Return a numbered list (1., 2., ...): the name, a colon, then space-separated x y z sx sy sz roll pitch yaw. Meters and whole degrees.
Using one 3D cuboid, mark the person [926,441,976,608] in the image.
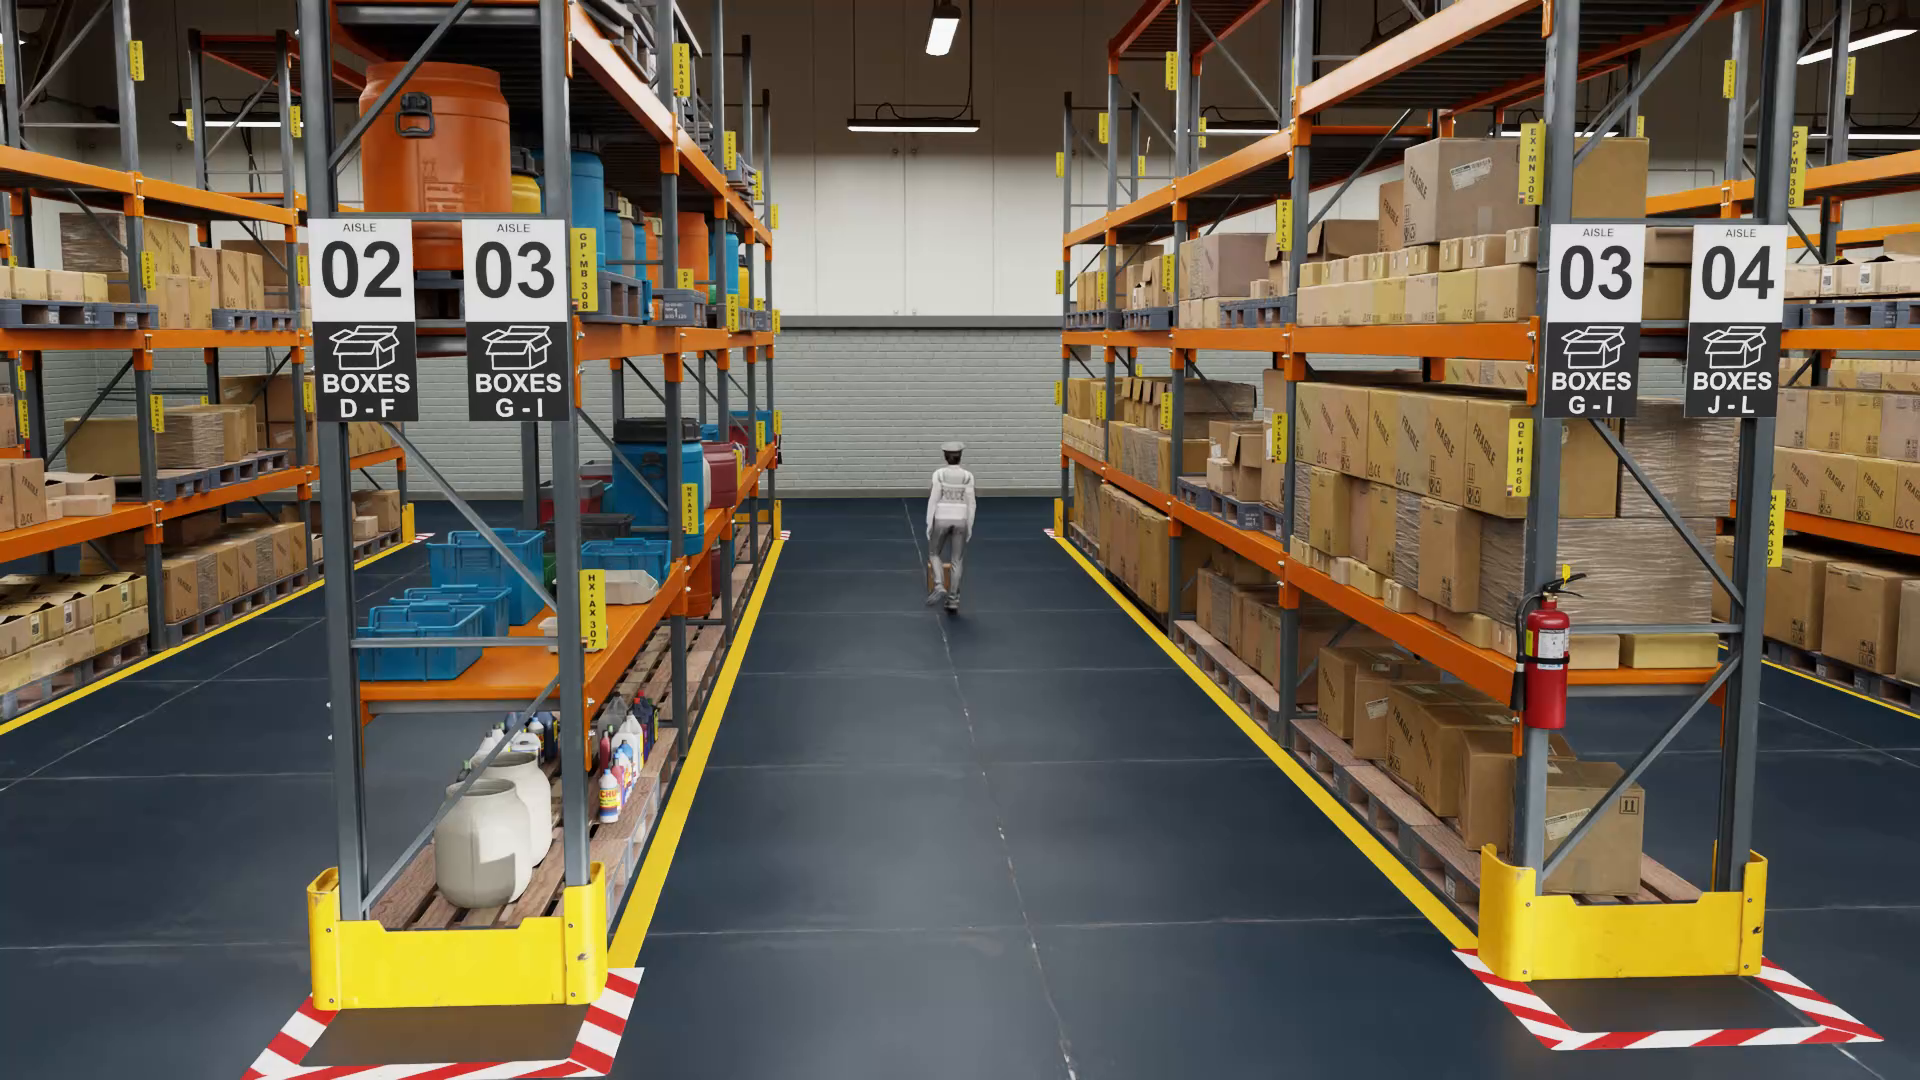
1. person: -0.093 -0.151 16.728 0.515 1.675 0.418 -1 7 -6
